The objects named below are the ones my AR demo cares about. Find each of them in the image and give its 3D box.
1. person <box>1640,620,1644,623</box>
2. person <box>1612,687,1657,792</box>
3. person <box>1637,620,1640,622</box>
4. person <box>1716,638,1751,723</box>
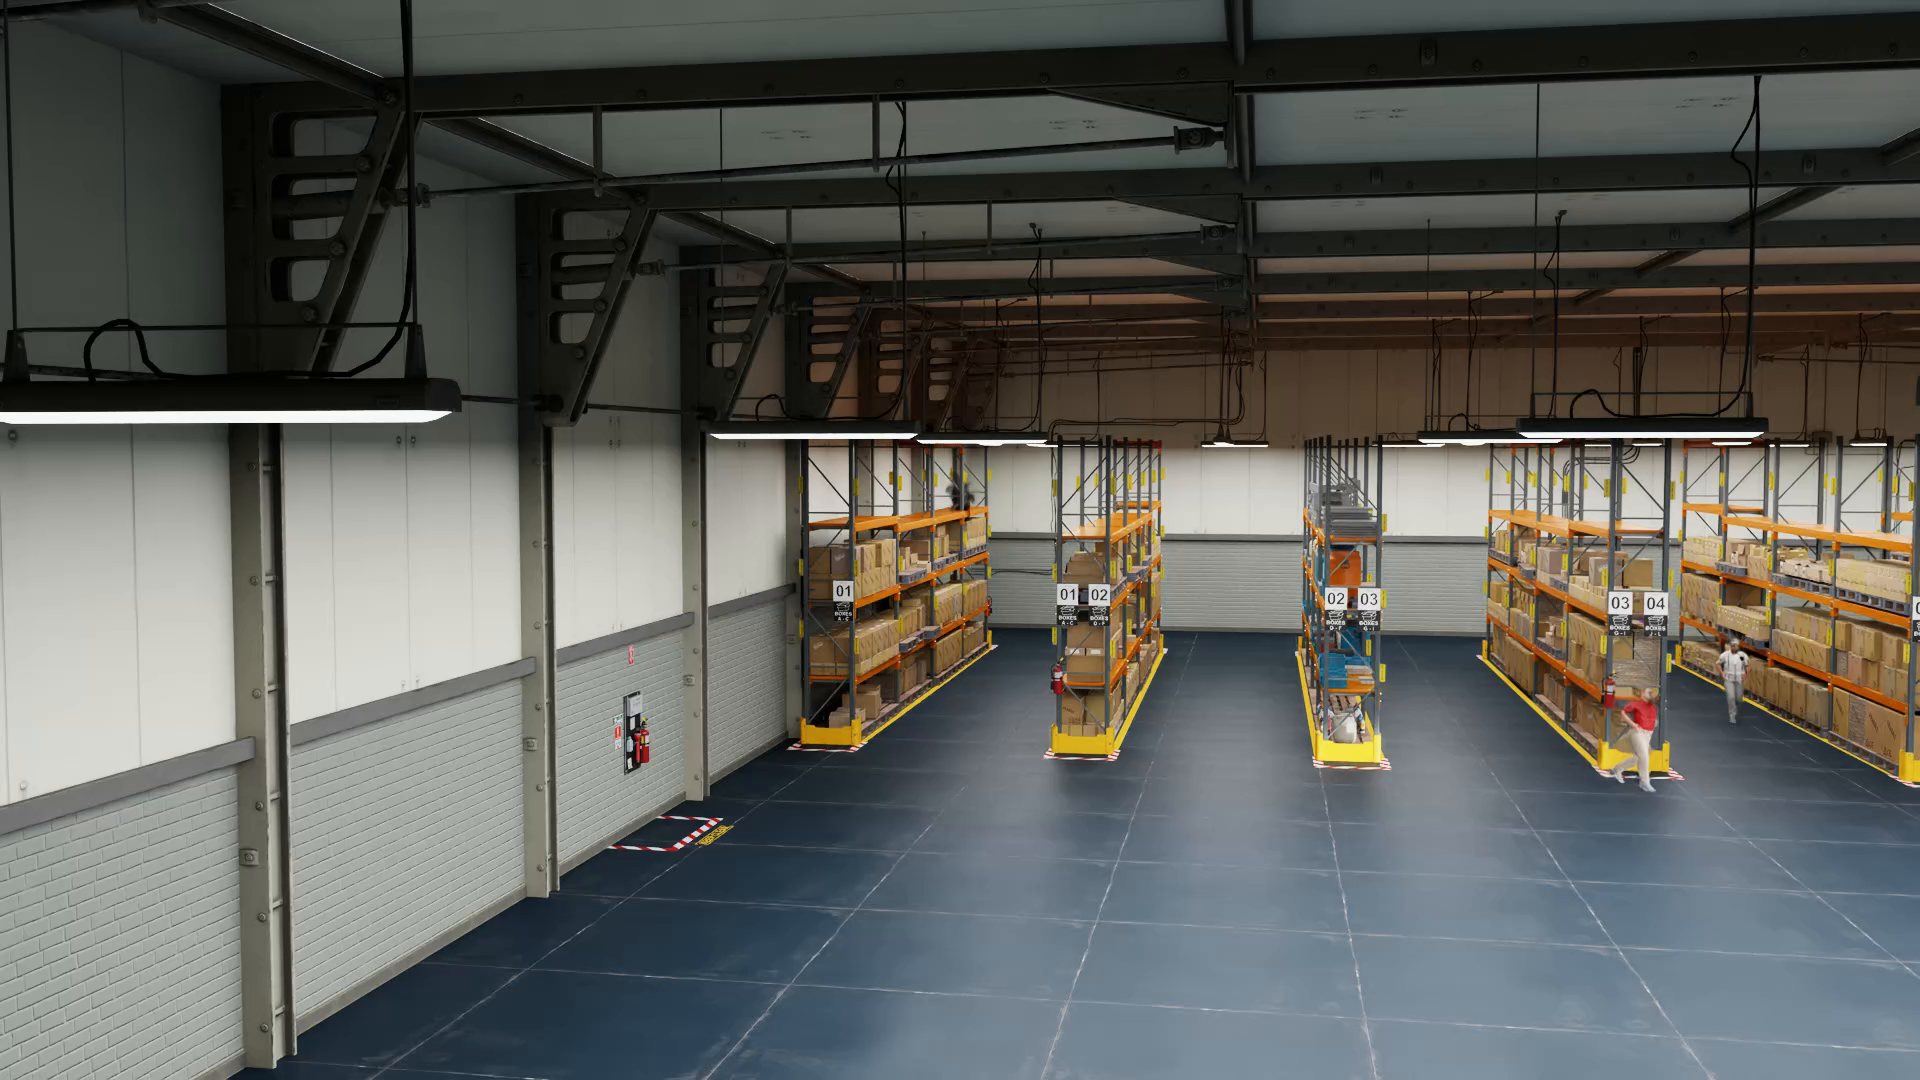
[{"bbox_3d":[17.578,2.580,42.274,0.706,1.754,0.782,1,3,15],"label":"person"},{"bbox_3d":[11.584,3.359,28.264,0.693,1.735,0.878,-2,4,-33],"label":"person"},{"bbox_3d":[18.694,2.428,45.697,0.873,1.625,0.626,0,3,-6],"label":"person"},{"bbox_3d":[16.380,2.952,35.229,0.660,1.770,0.765,1,3,16],"label":"person"}]
